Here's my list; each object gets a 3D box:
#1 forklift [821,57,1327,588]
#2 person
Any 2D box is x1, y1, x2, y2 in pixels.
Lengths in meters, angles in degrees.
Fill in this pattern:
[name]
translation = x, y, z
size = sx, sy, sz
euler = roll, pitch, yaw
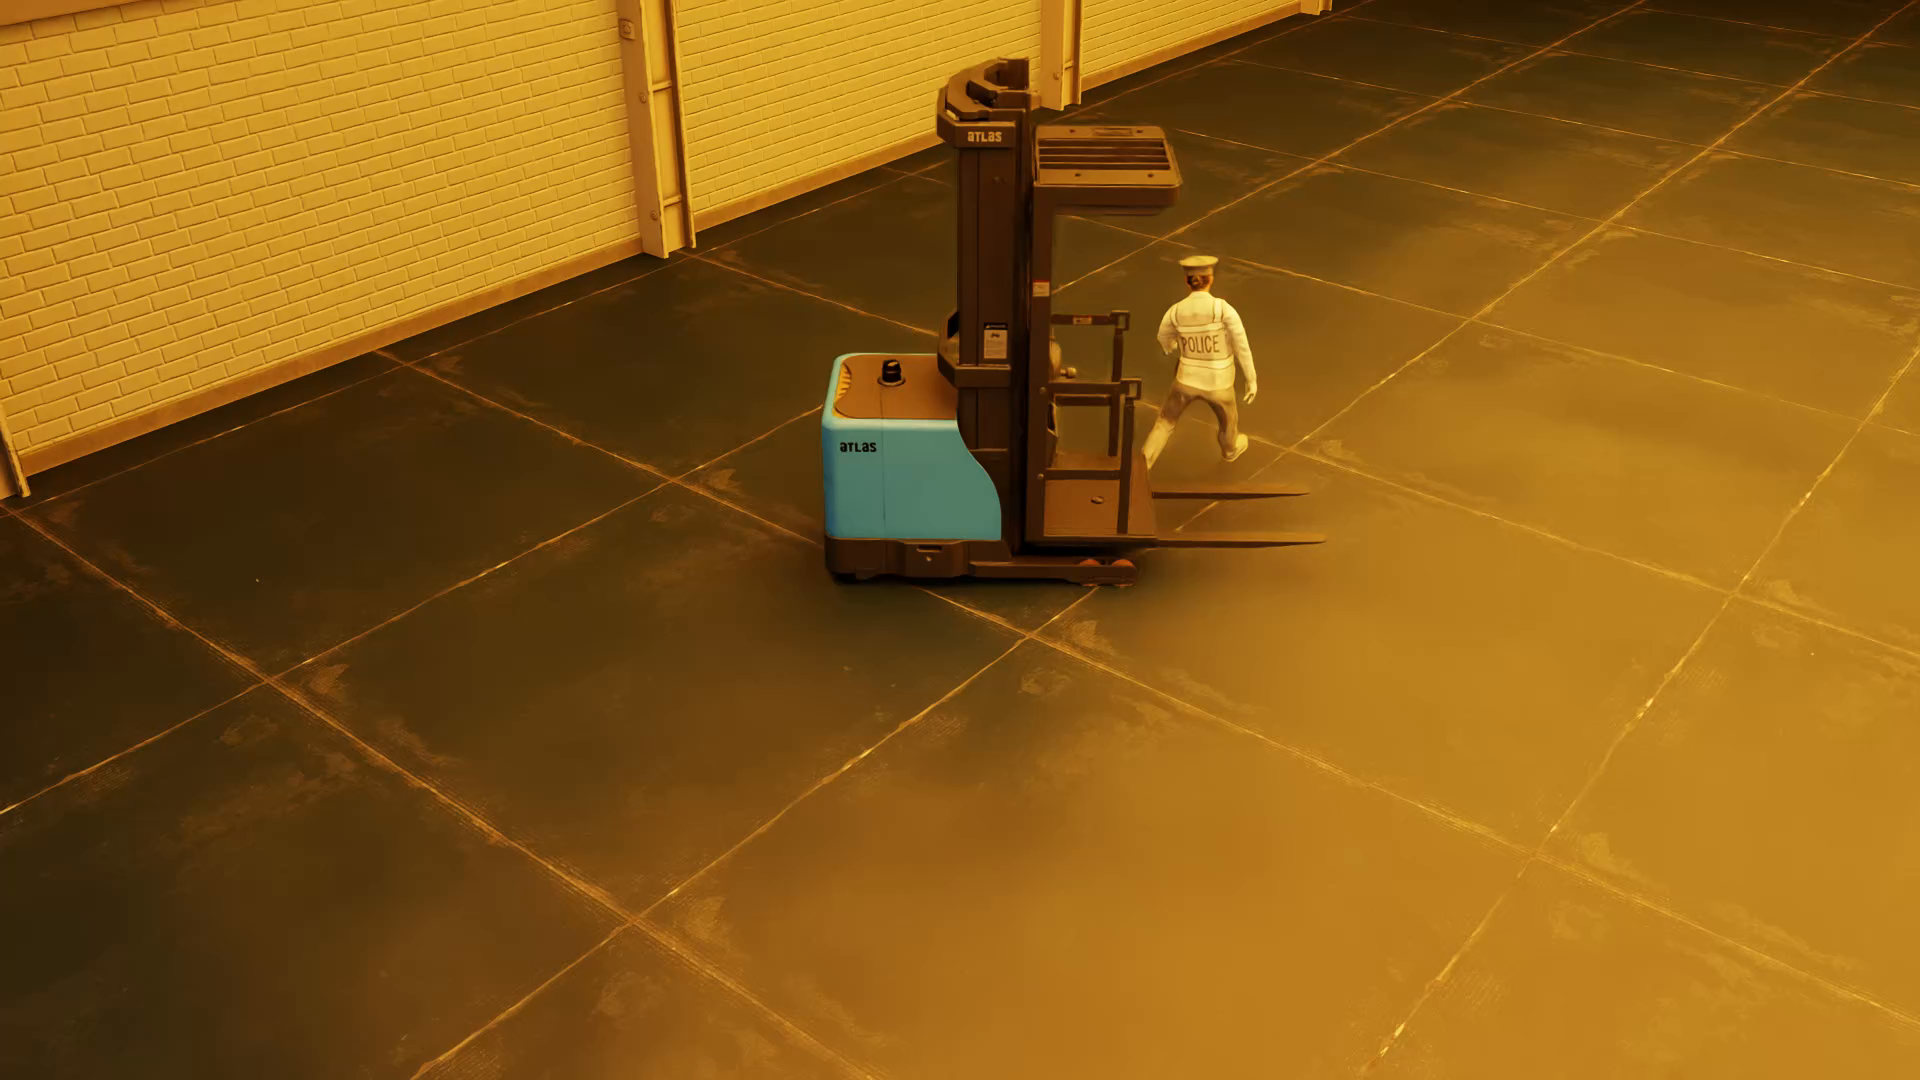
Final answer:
[forklift]
translation = 0.709, -1.251, 9.736
size = 3.031, 2.935, 1.130
euler = 1, 30, 1
[person]
translation = 1.554, -1.128, 10.723
size = 0.822, 1.548, 0.900
euler = 12, 33, 20
